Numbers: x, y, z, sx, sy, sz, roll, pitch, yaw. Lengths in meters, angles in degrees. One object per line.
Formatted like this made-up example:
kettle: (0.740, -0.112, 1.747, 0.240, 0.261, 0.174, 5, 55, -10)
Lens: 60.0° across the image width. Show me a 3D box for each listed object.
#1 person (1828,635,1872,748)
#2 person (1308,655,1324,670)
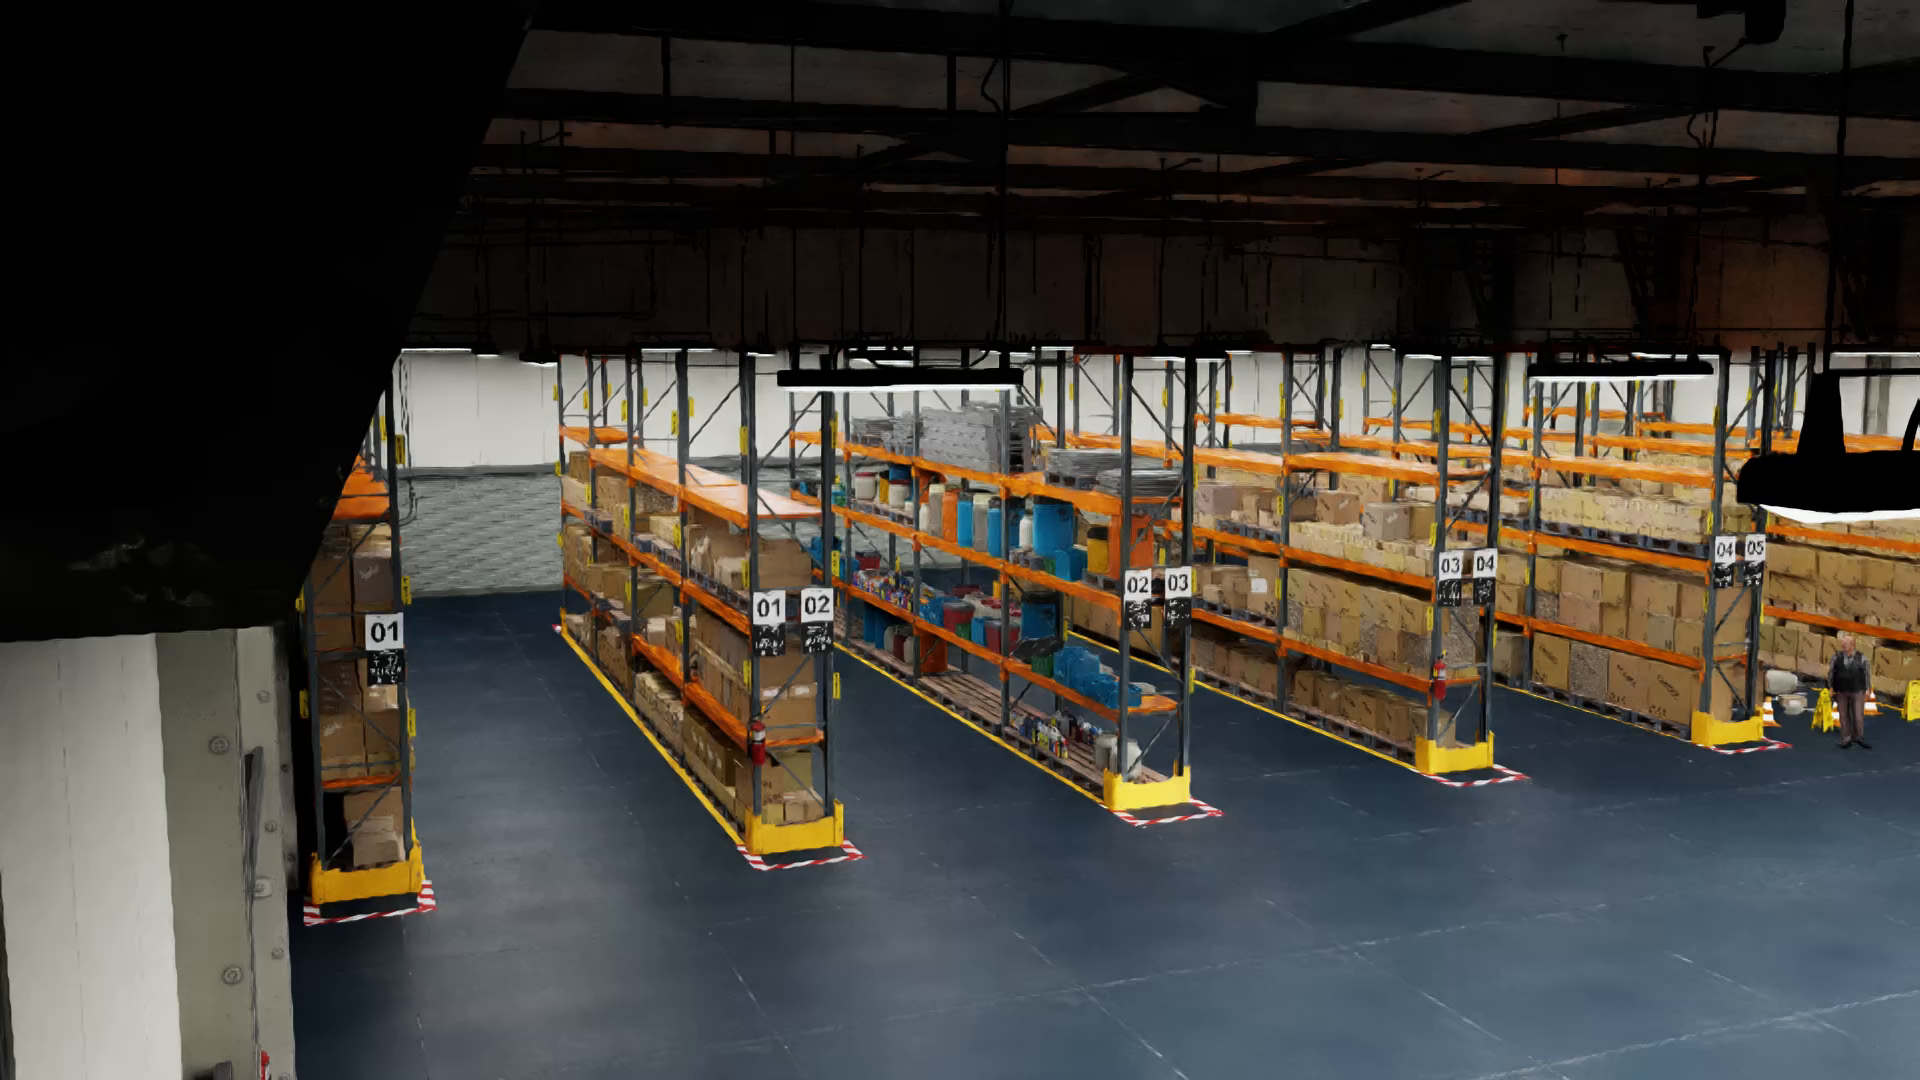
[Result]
person: (13.448, 2.288, 25.111, 0.632, 1.715, 0.398, 6, 9, 37)
person: (6.559, 1.697, 30.275, 0.580, 1.619, 0.506, -3, 8, -23)
